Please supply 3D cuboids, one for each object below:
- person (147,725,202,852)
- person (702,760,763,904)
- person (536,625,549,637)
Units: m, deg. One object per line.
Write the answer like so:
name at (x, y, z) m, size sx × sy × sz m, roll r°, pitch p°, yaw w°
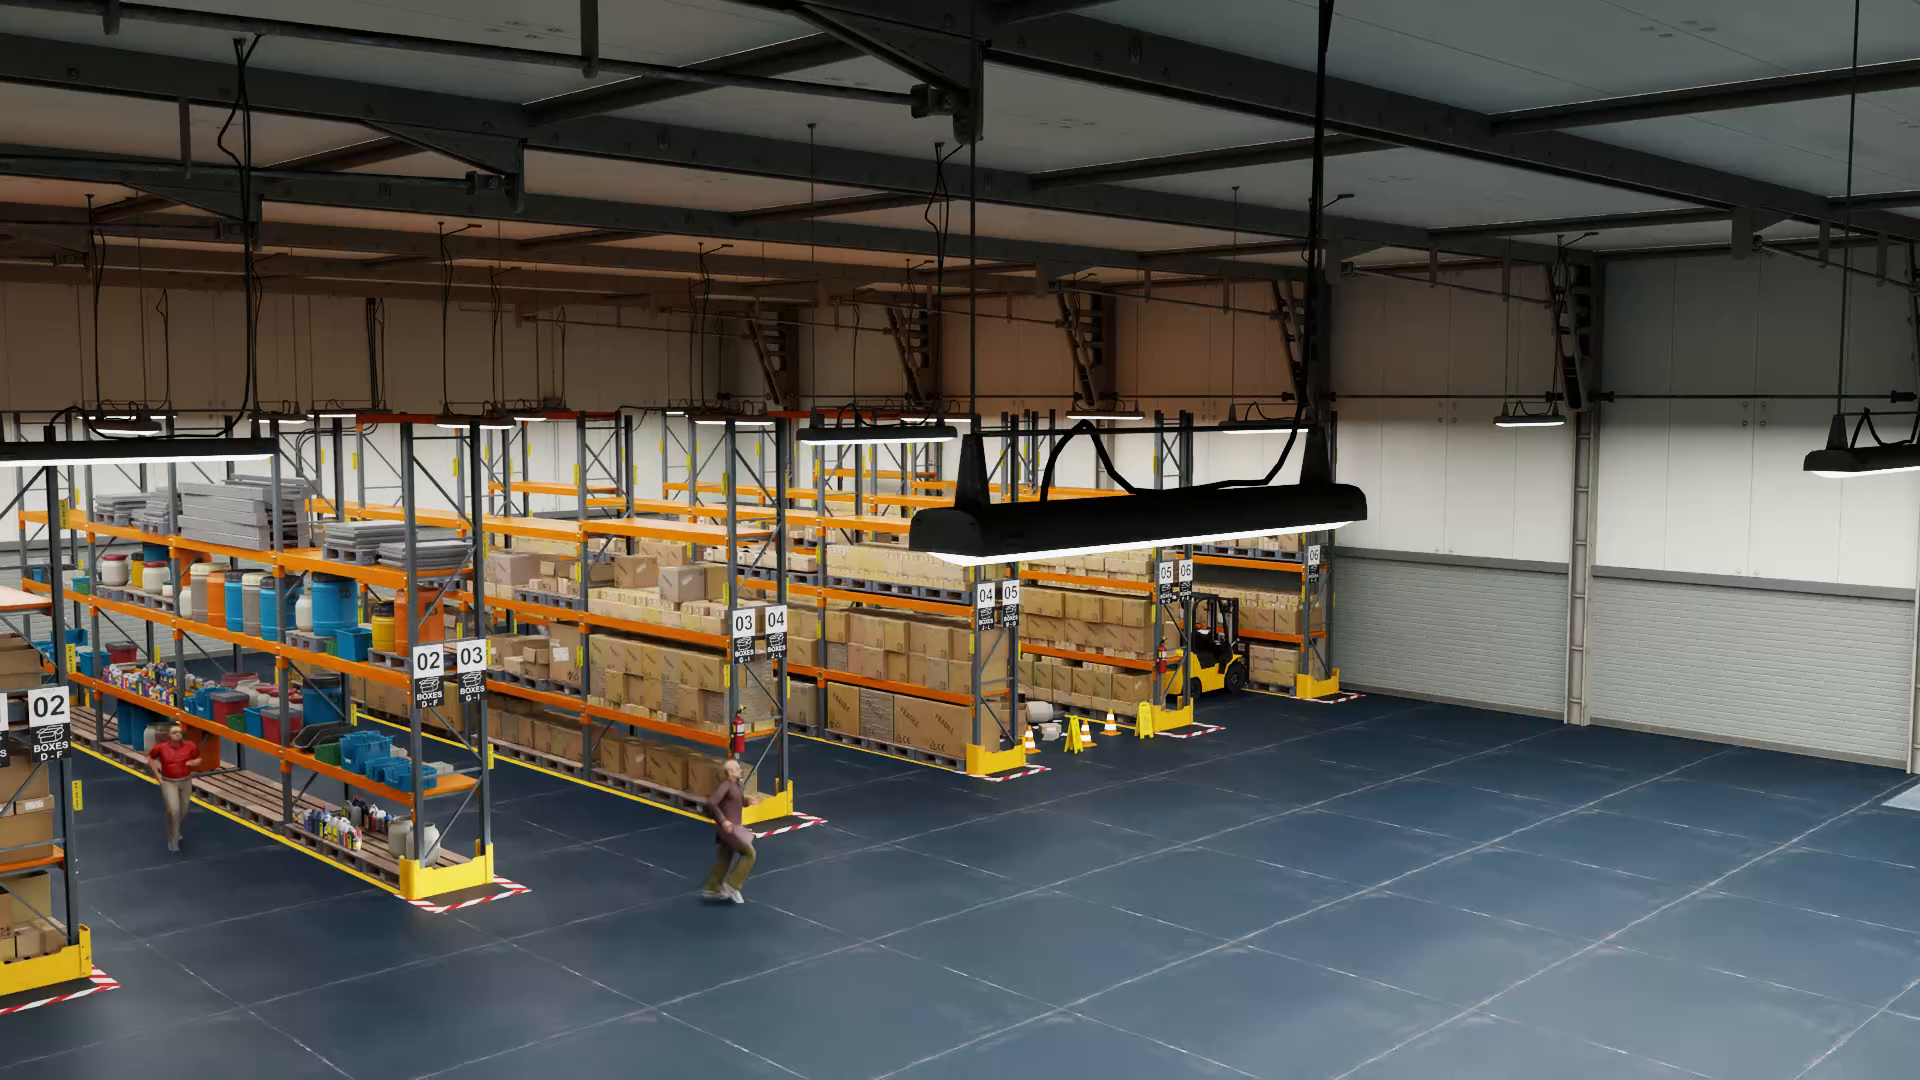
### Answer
person at (-11.001, 3.475, 23.361) m, size 0.641 × 1.795 × 0.803 m, roll -5°, pitch 7°, yaw -43°
person at (-2.850, 3.654, 20.847) m, size 0.787 × 1.821 × 0.670 m, roll -1°, pitch 5°, yaw -11°
person at (-10.527, 1.873, 41.835) m, size 0.533 × 1.652 × 0.665 m, roll 3°, pitch 6°, yaw 33°
